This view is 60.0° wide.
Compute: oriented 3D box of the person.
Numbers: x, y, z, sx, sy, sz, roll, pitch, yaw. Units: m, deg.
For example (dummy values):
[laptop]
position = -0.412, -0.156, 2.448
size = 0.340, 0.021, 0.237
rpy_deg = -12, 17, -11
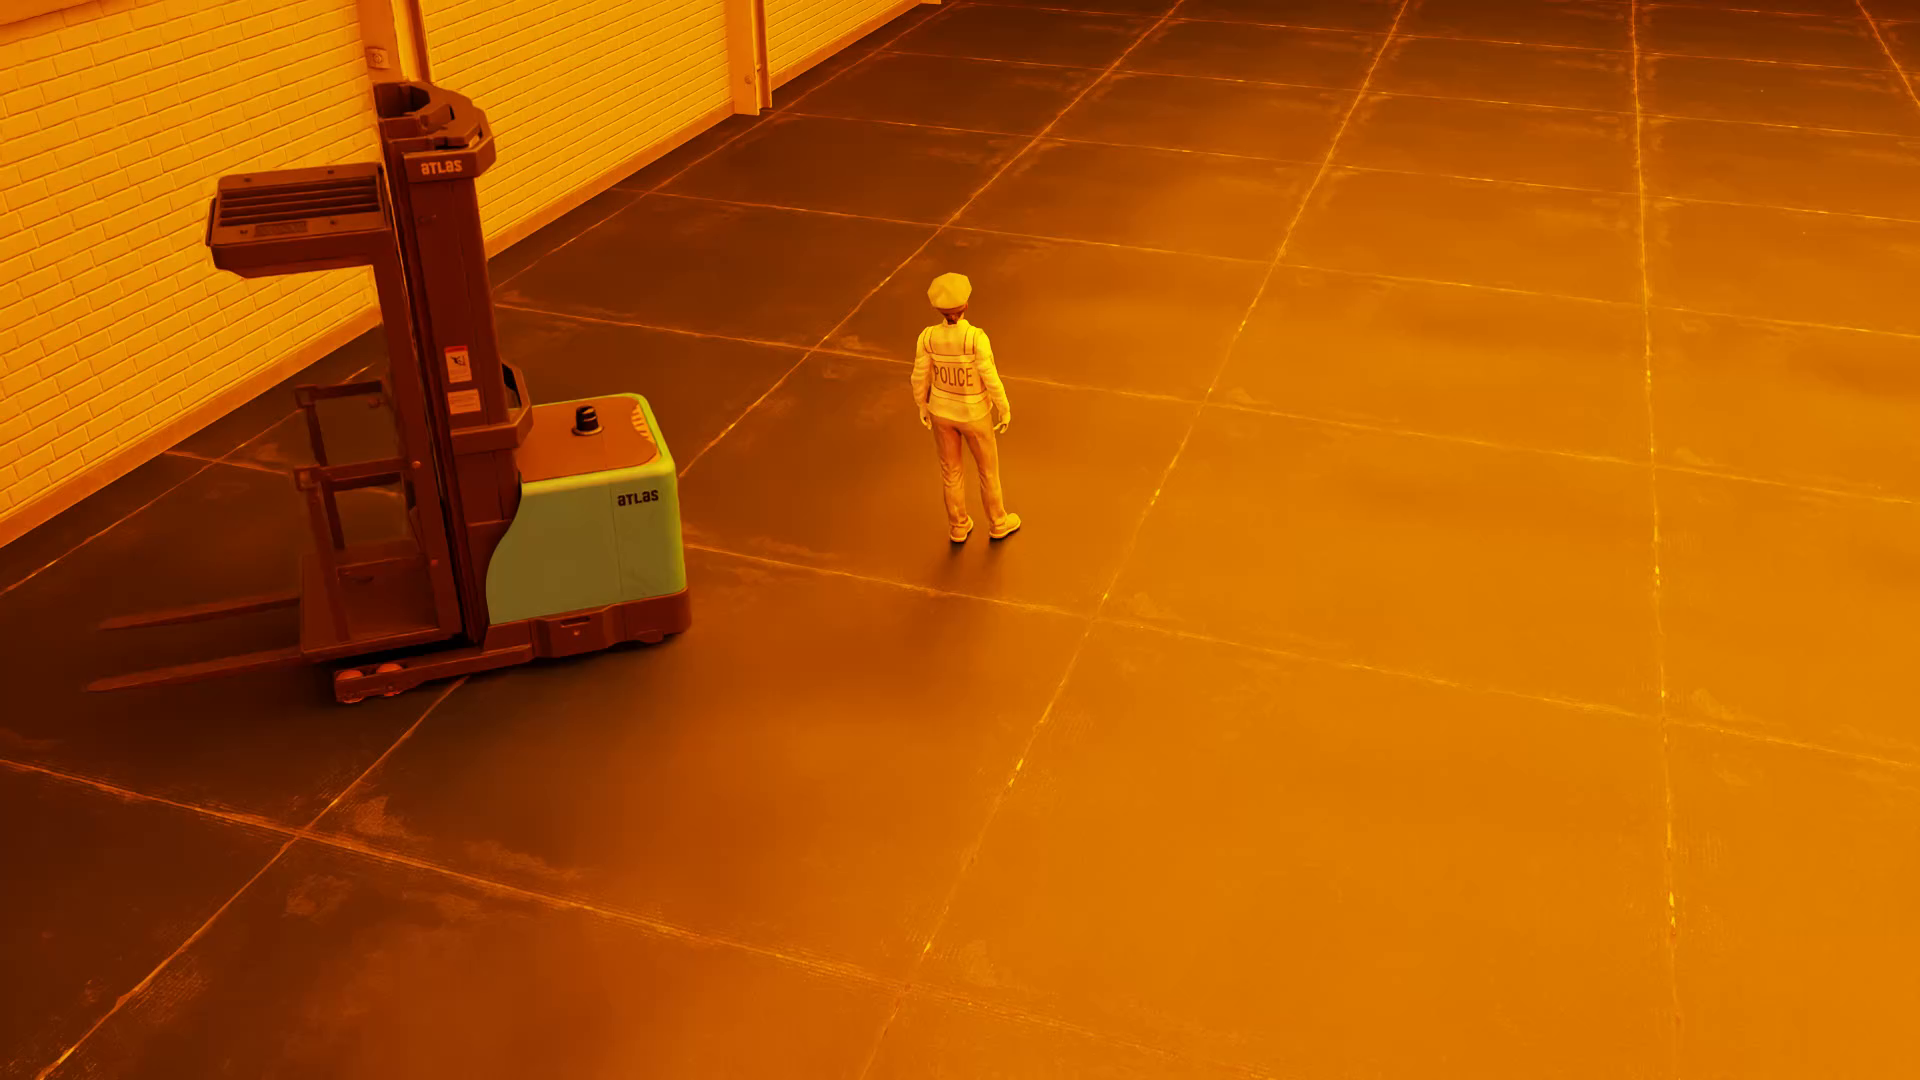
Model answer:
[person]
position = 0.029, -0.774, 9.727
size = 0.586, 1.694, 0.532
rpy_deg = 10, 31, 16

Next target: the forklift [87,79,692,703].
[forklift]
position = -3.048, -0.724, 8.406
size = 3.031, 2.935, 1.130
rpy_deg = -10, 31, -17
